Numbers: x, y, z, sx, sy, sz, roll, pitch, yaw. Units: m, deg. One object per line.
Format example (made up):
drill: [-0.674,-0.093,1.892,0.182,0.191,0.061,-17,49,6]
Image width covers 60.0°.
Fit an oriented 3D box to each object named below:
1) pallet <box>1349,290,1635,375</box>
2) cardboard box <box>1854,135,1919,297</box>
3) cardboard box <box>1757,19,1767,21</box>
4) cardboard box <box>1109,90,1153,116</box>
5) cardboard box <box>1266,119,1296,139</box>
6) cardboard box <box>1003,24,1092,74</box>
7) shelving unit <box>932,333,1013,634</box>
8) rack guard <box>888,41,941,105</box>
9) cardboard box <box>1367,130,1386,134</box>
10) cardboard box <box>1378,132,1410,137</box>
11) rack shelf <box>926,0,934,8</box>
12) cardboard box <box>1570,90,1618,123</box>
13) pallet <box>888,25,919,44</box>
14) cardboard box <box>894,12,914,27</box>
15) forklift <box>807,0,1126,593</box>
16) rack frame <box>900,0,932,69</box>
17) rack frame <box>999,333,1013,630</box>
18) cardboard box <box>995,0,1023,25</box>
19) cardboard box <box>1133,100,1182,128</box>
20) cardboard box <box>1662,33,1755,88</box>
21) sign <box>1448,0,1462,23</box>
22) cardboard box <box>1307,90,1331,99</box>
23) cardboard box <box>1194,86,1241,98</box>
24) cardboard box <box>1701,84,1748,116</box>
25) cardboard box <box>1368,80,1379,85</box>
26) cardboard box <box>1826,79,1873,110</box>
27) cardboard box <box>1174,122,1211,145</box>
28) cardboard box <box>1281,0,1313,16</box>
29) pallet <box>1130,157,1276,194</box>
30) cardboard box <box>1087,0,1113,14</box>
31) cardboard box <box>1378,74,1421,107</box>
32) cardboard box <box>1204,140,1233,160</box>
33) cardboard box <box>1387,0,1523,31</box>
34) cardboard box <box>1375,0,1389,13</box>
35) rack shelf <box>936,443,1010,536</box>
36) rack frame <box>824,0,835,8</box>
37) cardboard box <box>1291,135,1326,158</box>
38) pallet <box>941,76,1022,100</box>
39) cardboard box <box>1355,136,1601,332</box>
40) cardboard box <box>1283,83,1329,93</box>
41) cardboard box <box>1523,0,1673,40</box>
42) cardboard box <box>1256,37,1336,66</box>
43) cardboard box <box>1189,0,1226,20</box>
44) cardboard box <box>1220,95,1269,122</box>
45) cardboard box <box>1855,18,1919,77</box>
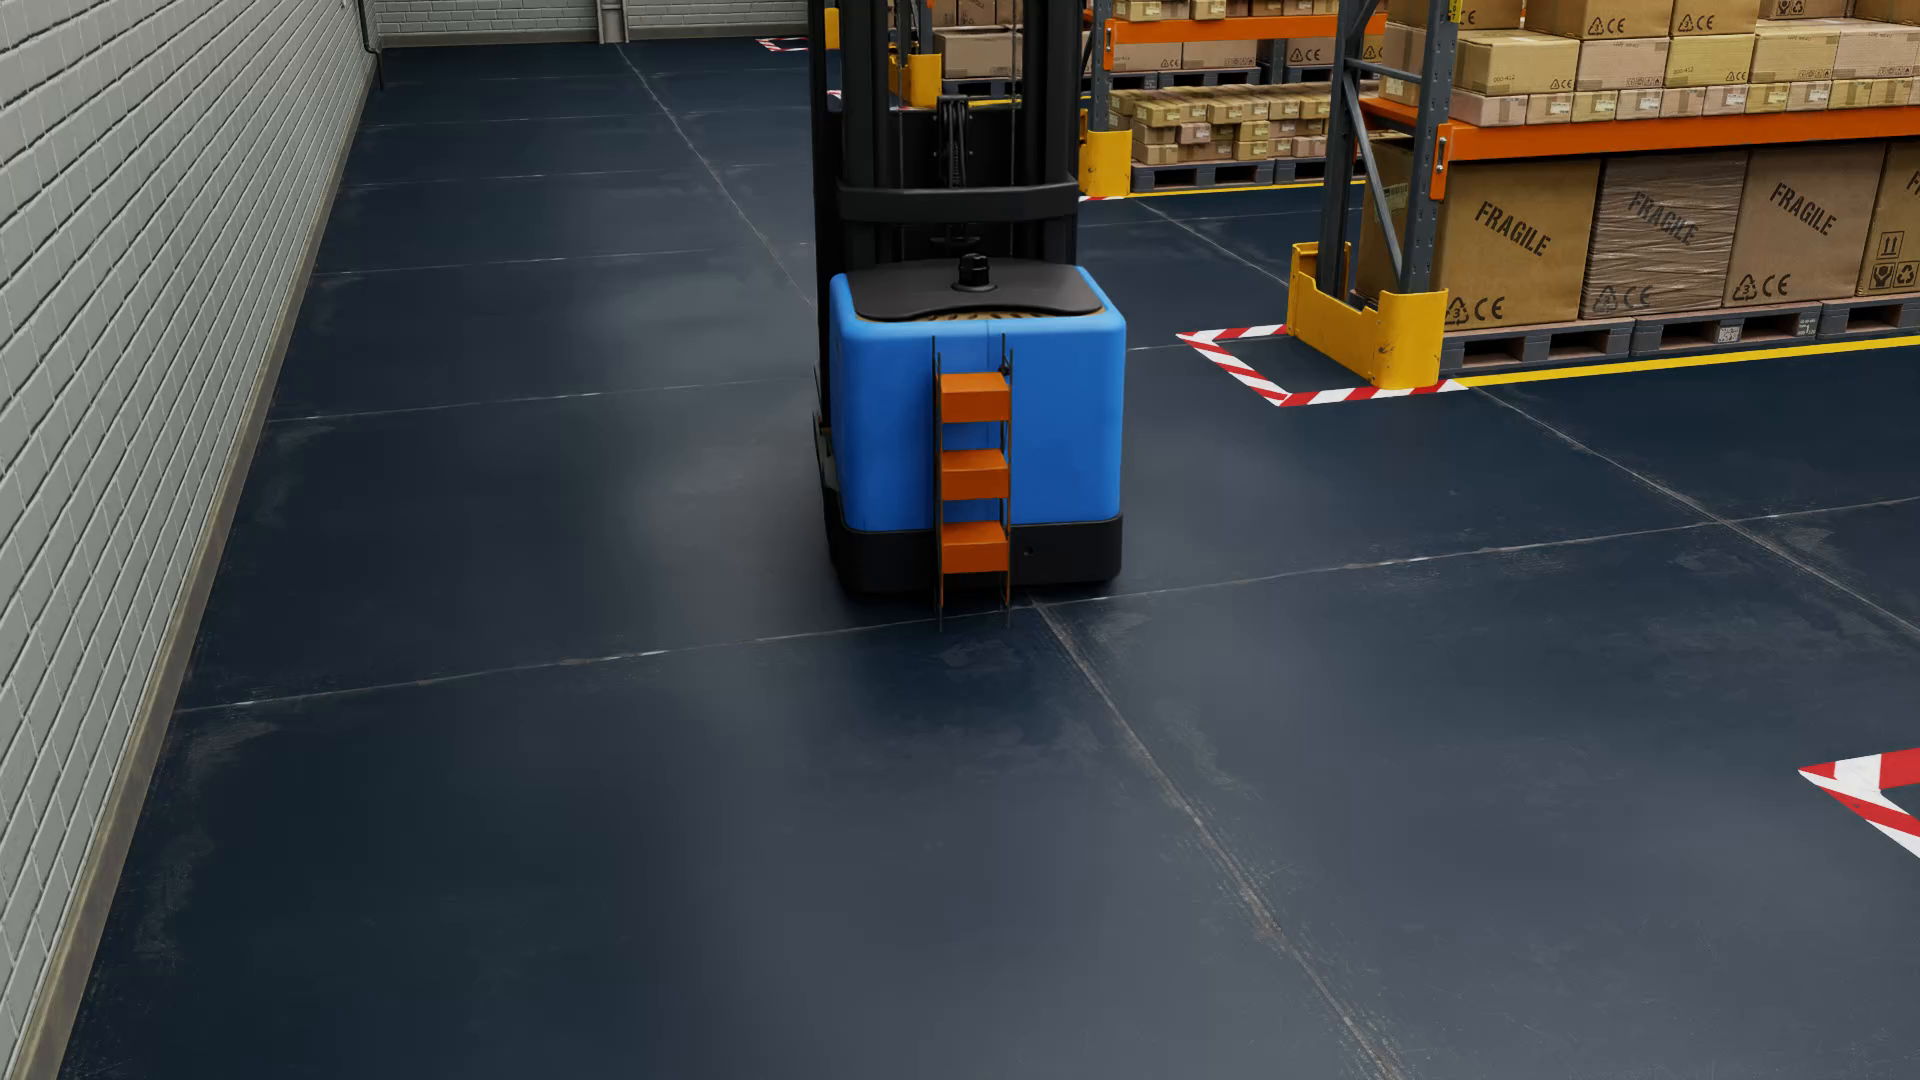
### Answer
pallet: [2.947,-1.218,9.321,1.213,0.211,1.003,-6,24,-14]
cardboard box: [5.392,-1.987,9.739,0.875,0.875,0.875,-6,24,-14]
cardboard box: [4.072,-2.770,9.214,0.500,0.250,0.500,-6,24,-14]
cardboard box: [1.397,-3.587,13.635,0.250,0.149,0.380,-6,24,-14]
cardboard box: [2.526,-3.374,13.515,0.250,0.149,0.380,-7,24,-17]
cardboard box: [1.009,-5.371,18.181,0.875,0.438,0.875,-6,24,-13]
shelving unit: [0.041,-0.190,5.861,0.252,1.050,0.215,-3,23,-7]
rack guard: [-0.502,-4.996,17.759,0.348,0.500,1.175,-6,24,-14]
cardboard box: [3.308,-3.456,13.706,0.250,0.149,0.380,-7,24,-17]
cardboard box: [3.525,-3.306,13.733,0.250,0.149,0.380,-6,24,-14]
rack shelf: [1.447,-6.029,17.910,4.000,0.370,1.077,-6,24,-14]
cardboard box: [3.122,-2.237,8.478,0.250,0.149,0.380,-7,24,-16]
pallet: [-0.983,-6.843,22.430,1.213,0.211,1.003,-6,24,-14]
cardboard box: [-0.789,-6.974,22.281,0.250,0.149,0.380,-7,24,-16]
forklift: [-0.088,-1.699,6.993,1.130,2.935,3.031,-3,23,-7]
rack frame: [-0.479,-6.147,17.272,0.127,3.000,1.000,-6,24,-14]
rack frame: [0.162,-0.196,5.875,0.008,1.050,0.200,-3,23,-7]
cardboard box: [0.624,-7.291,22.576,0.500,0.500,0.700,-7,24,-16]
cardboard box: [1.552,-3.361,13.108,0.250,0.149,0.380,-7,24,-17]
cardboard box: [3.717,-2.511,8.611,0.500,0.250,0.500,-7,24,-16]
sign: [2.342,-2.607,7.824,0.005,0.325,0.100,-6,24,-14]
cardboard box: [3.030,-3.572,13.600,0.250,0.149,0.380,-6,24,-14]
cardboard box: [2.136,-3.672,13.831,0.250,0.149,0.380,-7,24,-16]
cardboard box: [3.866,-2.320,8.670,0.250,0.149,0.380,-7,24,-15]
cardboard box: [3.663,-3.814,14.163,0.250,0.149,0.380,-7,24,-16]
cardboard box: [4.607,-2.401,8.861,0.250,0.149,0.380,-7,24,-15]
cardboard box: [1.808,-3.264,13.259,0.250,0.149,0.380,-6,24,-15]
cardboard box: [2.589,-4.239,13.144,0.250,0.149,0.380,-7,24,-15]
pallet: [1.821,-3.078,13.656,1.213,0.211,1.003,-6,24,-14]
cardboard box: [1.193,-4.305,13.298,0.250,0.149,0.380,-6,24,-14]
cardboard box: [2.452,-2.432,8.933,0.250,0.149,0.380,-6,24,-13]
cardboard box: [2.014,-3.184,13.448,0.250,0.149,0.380,-6,24,-14]
cardboard box: [2.596,-2.949,8.680,0.500,0.500,0.500,-6,24,-14]
cardboard box: [3.335,-4.330,13.356,0.250,0.149,0.380,-7,24,-15]
rack shelf: [0.041,-0.180,5.865,0.240,0.259,0.215,-3,23,-7]
rack frame: [-1.823,-8.031,21.663,0.127,3.000,1.000,-6,24,-14]
cardboard box: [2.773,-3.226,13.547,0.250,0.149,0.380,-8,24,-17]
pallet: [0.270,-4.980,18.089,1.213,0.211,1.003,-6,24,-14]
cardboard box: [2.793,-1.700,9.069,0.875,0.875,0.875,-6,24,-14]
cardboard box: [2.908,-3.746,14.004,0.250,0.149,0.380,-6,24,-14]
cardboard box: [3.215,-2.799,8.331,0.500,0.500,0.500,-7,24,-16]
cardboard box: [3.948,-5.886,18.826,0.875,0.875,0.875,-6,24,-13]
cardboard box: [1.863,-4.124,12.876,0.250,0.149,0.380,-7,24,-16]
cardboard box: [2.278,-3.473,13.367,0.250,0.149,0.380,-8,24,-17]
cardboard box: [5.198,-2.676,8.995,0.500,0.250,0.500,-6,24,-13]
